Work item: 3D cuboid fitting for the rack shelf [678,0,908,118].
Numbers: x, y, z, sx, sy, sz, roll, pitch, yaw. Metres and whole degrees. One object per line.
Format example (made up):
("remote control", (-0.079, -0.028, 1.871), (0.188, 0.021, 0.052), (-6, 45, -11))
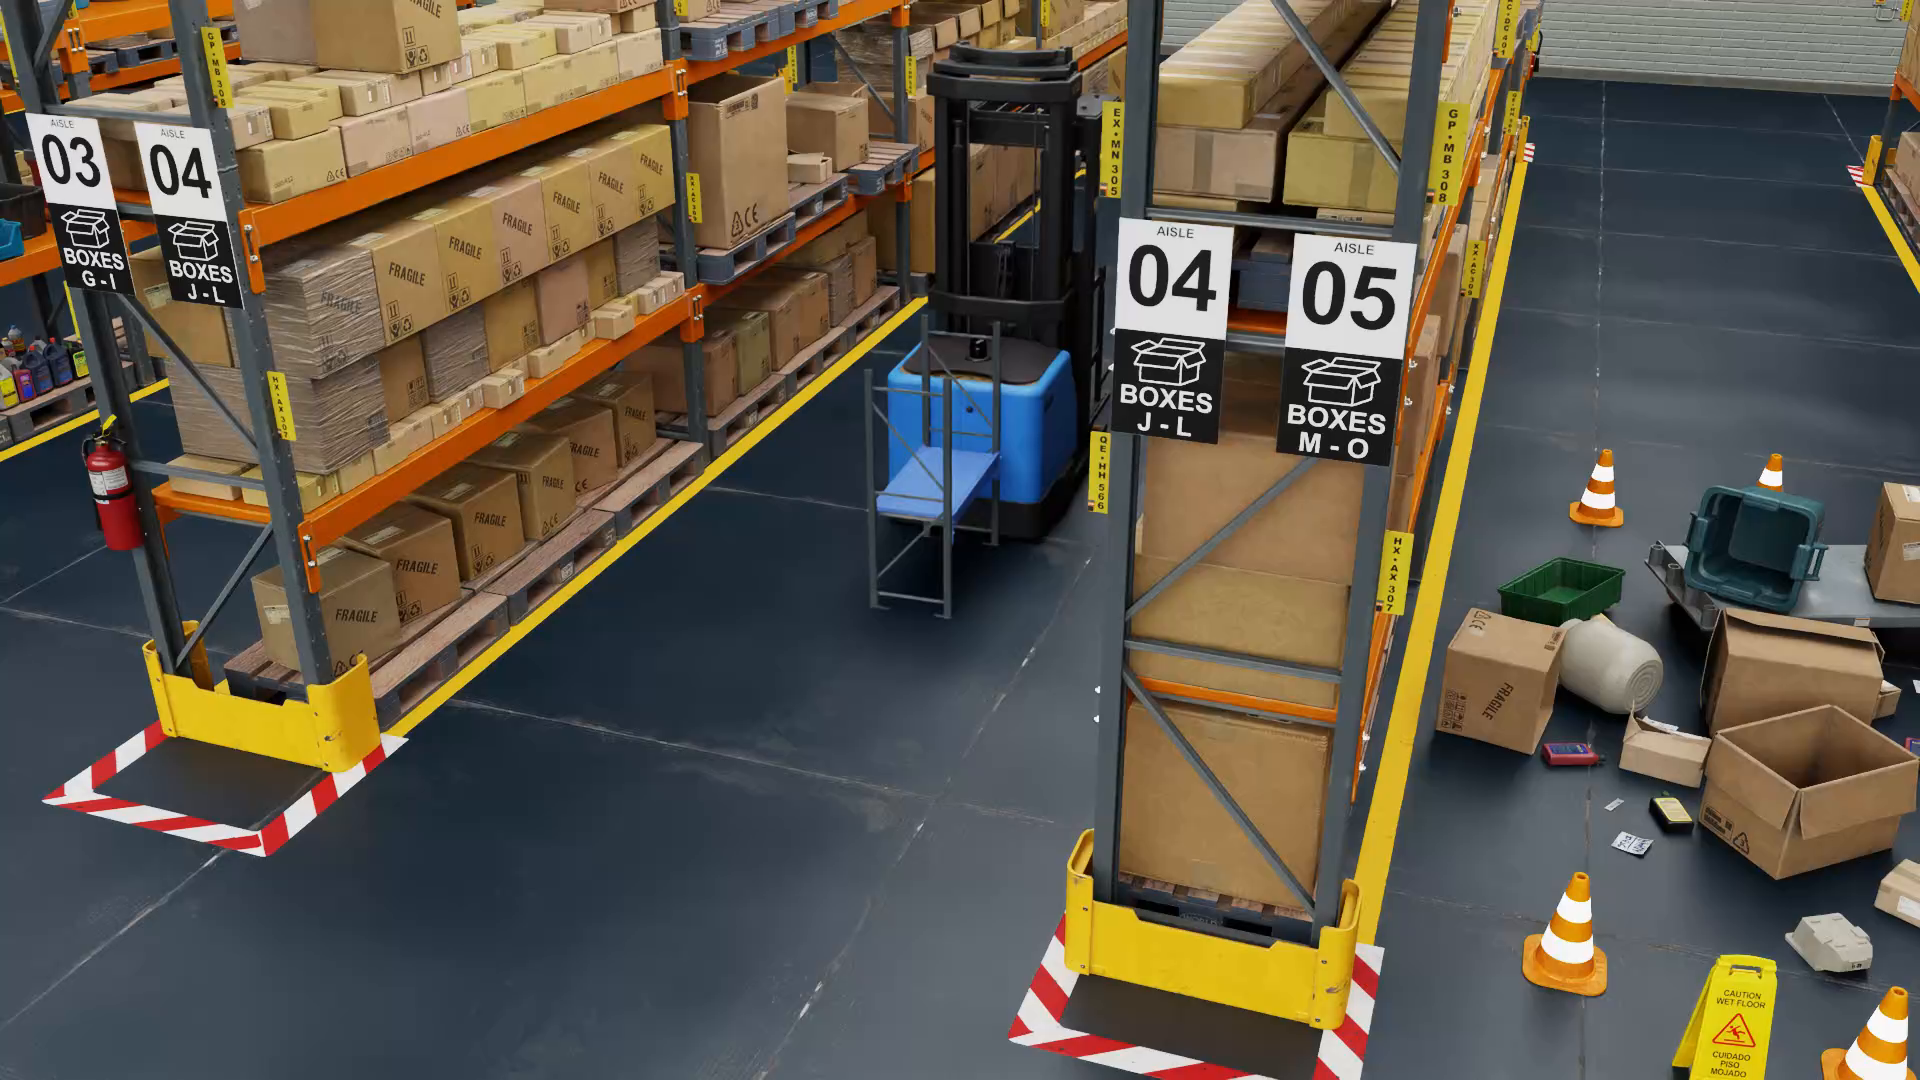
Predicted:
("rack shelf", (-1.607, -3.791, 12.521), (1.077, 0.370, 4.000), (9, 27, 17))

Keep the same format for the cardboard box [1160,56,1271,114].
("cardboard box", (0.917, -1.658, 6.067), (0.380, 0.149, 0.250), (9, 27, 18))

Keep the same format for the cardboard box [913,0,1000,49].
("cardboard box", (-0.054, -5.183, 16.746), (0.797, 0.503, 0.637), (9, 27, 18))

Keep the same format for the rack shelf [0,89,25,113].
("rack shelf", (-10.947, -3.879, 16.145), (1.077, 0.370, 4.000), (9, 27, 17))

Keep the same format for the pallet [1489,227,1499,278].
("pallet", (4.776, -2.894, 16.485), (1.003, 0.211, 1.213), (9, 27, 17))

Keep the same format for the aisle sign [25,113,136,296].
("aisle sign", (-3.907, -1.487, 7.396), (0.394, 0.787, 0.004), (9, 27, 17))

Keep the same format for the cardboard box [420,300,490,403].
("cardboard box", (-3.134, -1.122, 9.169), (0.875, 0.500, 0.500), (9, 27, 17))

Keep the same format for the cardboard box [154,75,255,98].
("cardboard box", (-3.621, -2.139, 7.997), (0.380, 0.149, 0.250), (8, 27, 15))

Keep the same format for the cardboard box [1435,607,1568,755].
("cardboard box", (2.822, 0.729, 8.668), (0.500, 0.500, 0.500), (14, 29, 26))

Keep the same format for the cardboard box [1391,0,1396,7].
("cardboard box", (2.455, -3.012, 9.662), (0.500, 0.250, 0.500), (9, 27, 18))

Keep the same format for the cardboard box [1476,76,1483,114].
("cardboard box", (2.298, -2.142, 7.981), (0.380, 0.149, 0.250), (9, 27, 18))

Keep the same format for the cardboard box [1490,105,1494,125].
("cardboard box", (4.211, -3.542, 13.747), (0.380, 0.149, 0.250), (9, 27, 17))

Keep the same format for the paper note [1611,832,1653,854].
("paper note", (3.149, 1.418, 7.788), (0.144, 0.017, 0.142), (20, 32, 35))

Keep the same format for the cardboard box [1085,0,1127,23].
("cardboard box", (1.810, -6.703, 20.982), (0.500, 0.250, 0.500), (8, 27, 17))

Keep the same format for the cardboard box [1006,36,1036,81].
("cardboard box", (0.492, -5.043, 17.610), (0.500, 0.500, 0.500), (9, 27, 18))

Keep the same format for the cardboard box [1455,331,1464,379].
("cardboard box", (3.415, -1.765, 13.053), (1.050, 0.750, 0.750), (8, 27, 17))

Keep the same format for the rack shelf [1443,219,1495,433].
("rack shelf", (3.037, -1.680, 11.603), (1.077, 0.370, 4.000), (9, 27, 17))

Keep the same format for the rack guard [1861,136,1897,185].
("rack guard", (11.074, -4.322, 19.102), (1.175, 0.500, 0.348), (9, 27, 17))

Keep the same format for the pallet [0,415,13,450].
("pallet", (-7.610, -0.633, 11.815), (1.003, 0.211, 1.213), (9, 27, 17))

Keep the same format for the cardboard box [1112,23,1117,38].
("cardboard box", (1.743, -6.356, 20.724), (0.380, 0.149, 0.250), (9, 27, 18))

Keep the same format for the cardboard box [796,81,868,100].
("cardboard box", (-1.083, -3.593, 14.132), (0.500, 0.500, 0.500), (5, 26, 11))

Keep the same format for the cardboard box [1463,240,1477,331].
("cardboard box", (2.967, -1.612, 10.522), (0.500, 0.500, 0.500), (9, 27, 18))

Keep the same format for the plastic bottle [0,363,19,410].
("plastic bottle", (-7.057, -1.149, 12.215), (0.144, 0.351, 0.185), (9, 27, 17))

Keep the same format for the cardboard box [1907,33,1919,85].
("cardboard box", (10.493, -5.114, 17.756), (0.500, 0.500, 0.500), (8, 27, 17))

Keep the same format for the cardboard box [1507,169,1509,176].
("cardboard box", (6.021, -4.229, 18.833), (0.380, 0.149, 0.250), (9, 27, 18))

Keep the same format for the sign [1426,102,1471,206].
("sign", (1.562, -1.234, 5.321), (0.100, 0.325, 0.005), (9, 27, 17))

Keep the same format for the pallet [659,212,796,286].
("pallet", (-1.881, -2.149, 11.967), (1.003, 0.211, 1.213), (9, 27, 17))

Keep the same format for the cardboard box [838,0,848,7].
("cardboard box", (-1.190, -4.226, 12.767), (0.500, 0.250, 0.500), (10, 27, 19))

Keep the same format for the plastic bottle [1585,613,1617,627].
("plastic bottle", (3.702, 0.473, 9.703), (0.133, 0.061, 0.283), (-5, 26, -9))

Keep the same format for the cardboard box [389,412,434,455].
("cardboard box", (-3.022, -0.575, 8.783), (0.380, 0.149, 0.250), (9, 27, 17))

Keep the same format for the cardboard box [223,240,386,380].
("cardboard box", (-3.164, -1.114, 8.006), (0.500, 0.500, 0.500), (9, 27, 17))

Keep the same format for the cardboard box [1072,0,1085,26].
("cardboard box", (1.130, -6.210, 19.103), (0.500, 0.500, 0.500), (8, 27, 16))

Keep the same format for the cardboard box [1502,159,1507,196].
("cardboard box", (5.024, -3.528, 16.121), (0.500, 0.250, 0.500), (8, 27, 16))

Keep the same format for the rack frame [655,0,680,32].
("rack frame", (-2.272, -4.643, 10.013), (1.000, 3.000, 0.127), (9, 27, 17))

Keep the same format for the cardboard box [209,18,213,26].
("cardboard box", (-9.488, -6.448, 20.029), (0.700, 0.500, 0.500), (13, 29, 26))

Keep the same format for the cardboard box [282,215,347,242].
("cardboard box", (-3.493, -1.396, 8.588), (0.500, 0.500, 0.500), (9, 27, 17))

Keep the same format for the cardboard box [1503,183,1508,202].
("cardboard box", (5.456, -3.612, 17.216), (0.380, 0.149, 0.250), (10, 28, 20))

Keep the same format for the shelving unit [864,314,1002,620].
("shelving unit", (-0.141, -0.455, 9.970), (0.538, 1.500, 1.048), (8, 27, 15))

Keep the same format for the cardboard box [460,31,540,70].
("cardboard box", (-2.542, -2.687, 9.130), (0.380, 0.149, 0.250), (10, 28, 20))

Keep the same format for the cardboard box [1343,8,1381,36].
("cardboard box", (1.778, -2.464, 8.190), (0.500, 0.250, 0.500), (9, 27, 17))

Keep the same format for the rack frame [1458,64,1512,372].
("rack frame", (3.702, -2.826, 13.144), (1.000, 3.000, 0.127), (9, 27, 17))

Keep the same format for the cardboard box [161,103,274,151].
("cardboard box", (-3.294, -1.841, 7.382), (0.380, 0.149, 0.250), (9, 27, 17))

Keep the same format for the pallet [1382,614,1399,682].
("pallet", (2.044, 0.374, 9.735), (1.003, 0.211, 1.213), (9, 27, 17))

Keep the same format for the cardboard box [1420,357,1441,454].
("cardboard box", (2.098, -0.867, 8.926), (0.875, 0.550, 0.550), (9, 27, 17))

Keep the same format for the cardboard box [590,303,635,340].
("cardboard box", (-2.277, -1.384, 10.455), (0.380, 0.149, 0.250), (9, 27, 17))

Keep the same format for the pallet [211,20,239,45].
("pallet", (-9.320, -6.269, 20.477), (1.003, 0.211, 1.213), (9, 27, 17))

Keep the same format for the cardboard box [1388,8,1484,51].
("cardboard box", (2.045, -2.191, 7.168), (0.380, 0.149, 0.250), (9, 27, 18))

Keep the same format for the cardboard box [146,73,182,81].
("cardboard box", (-9.674, -5.504, 20.180), (0.500, 0.250, 0.500), (9, 27, 18))

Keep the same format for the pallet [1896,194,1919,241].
("pallet", (10.466, -3.342, 17.411), (1.003, 0.211, 1.213), (9, 27, 17))

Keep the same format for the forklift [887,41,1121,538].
("forklift", (0.442, -1.951, 11.417), (1.130, 2.935, 3.031), (8, 27, 15))

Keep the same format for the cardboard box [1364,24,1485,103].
("cardboard box", (2.113, -2.180, 7.602), (0.500, 0.250, 0.500), (9, 27, 17))

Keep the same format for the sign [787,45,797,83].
("sign", (-1.466, -4.187, 14.626), (0.100, 0.325, 0.005), (9, 27, 17))

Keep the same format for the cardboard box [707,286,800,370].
("cardboard box", (-1.686, -1.688, 13.158), (0.700, 0.500, 0.500), (6, 27, 13))

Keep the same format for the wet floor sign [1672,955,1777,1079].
("wet floor sign", (2.898, 1.821, 6.249), (0.267, 0.644, 0.232), (4, 26, 8))

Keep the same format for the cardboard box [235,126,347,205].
("cardboard box", (-3.199, -1.742, 7.636), (0.500, 0.250, 0.500), (10, 27, 19))

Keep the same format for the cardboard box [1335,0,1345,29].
("cardboard box", (1.592, -2.492, 7.790), (0.380, 0.149, 0.250), (9, 27, 18))
